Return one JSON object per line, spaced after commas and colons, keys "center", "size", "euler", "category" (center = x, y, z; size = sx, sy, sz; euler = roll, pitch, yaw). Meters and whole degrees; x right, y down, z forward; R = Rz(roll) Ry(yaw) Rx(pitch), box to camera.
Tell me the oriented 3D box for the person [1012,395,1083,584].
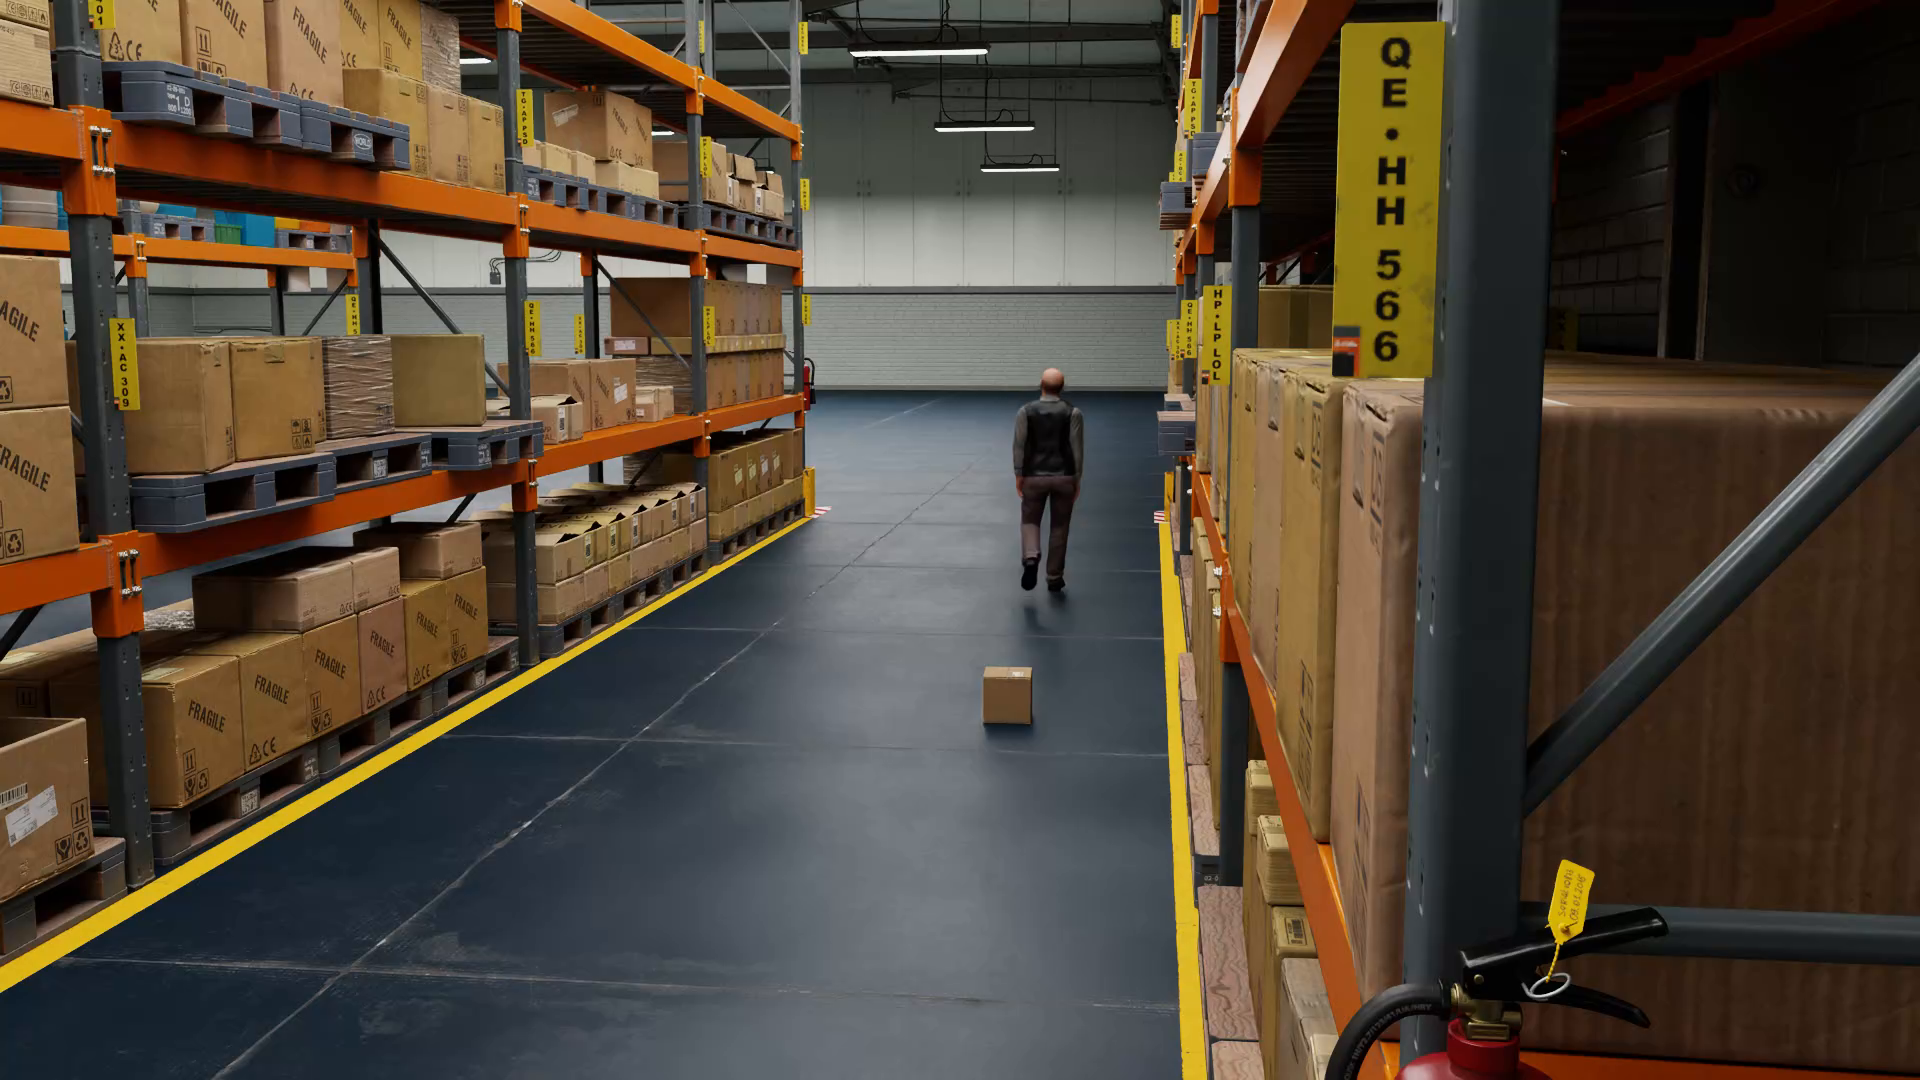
{"center": [0.667, -0.381, 12.681], "size": [0.538, 1.456, 0.477], "euler": [1, 8, 6], "category": "person"}
